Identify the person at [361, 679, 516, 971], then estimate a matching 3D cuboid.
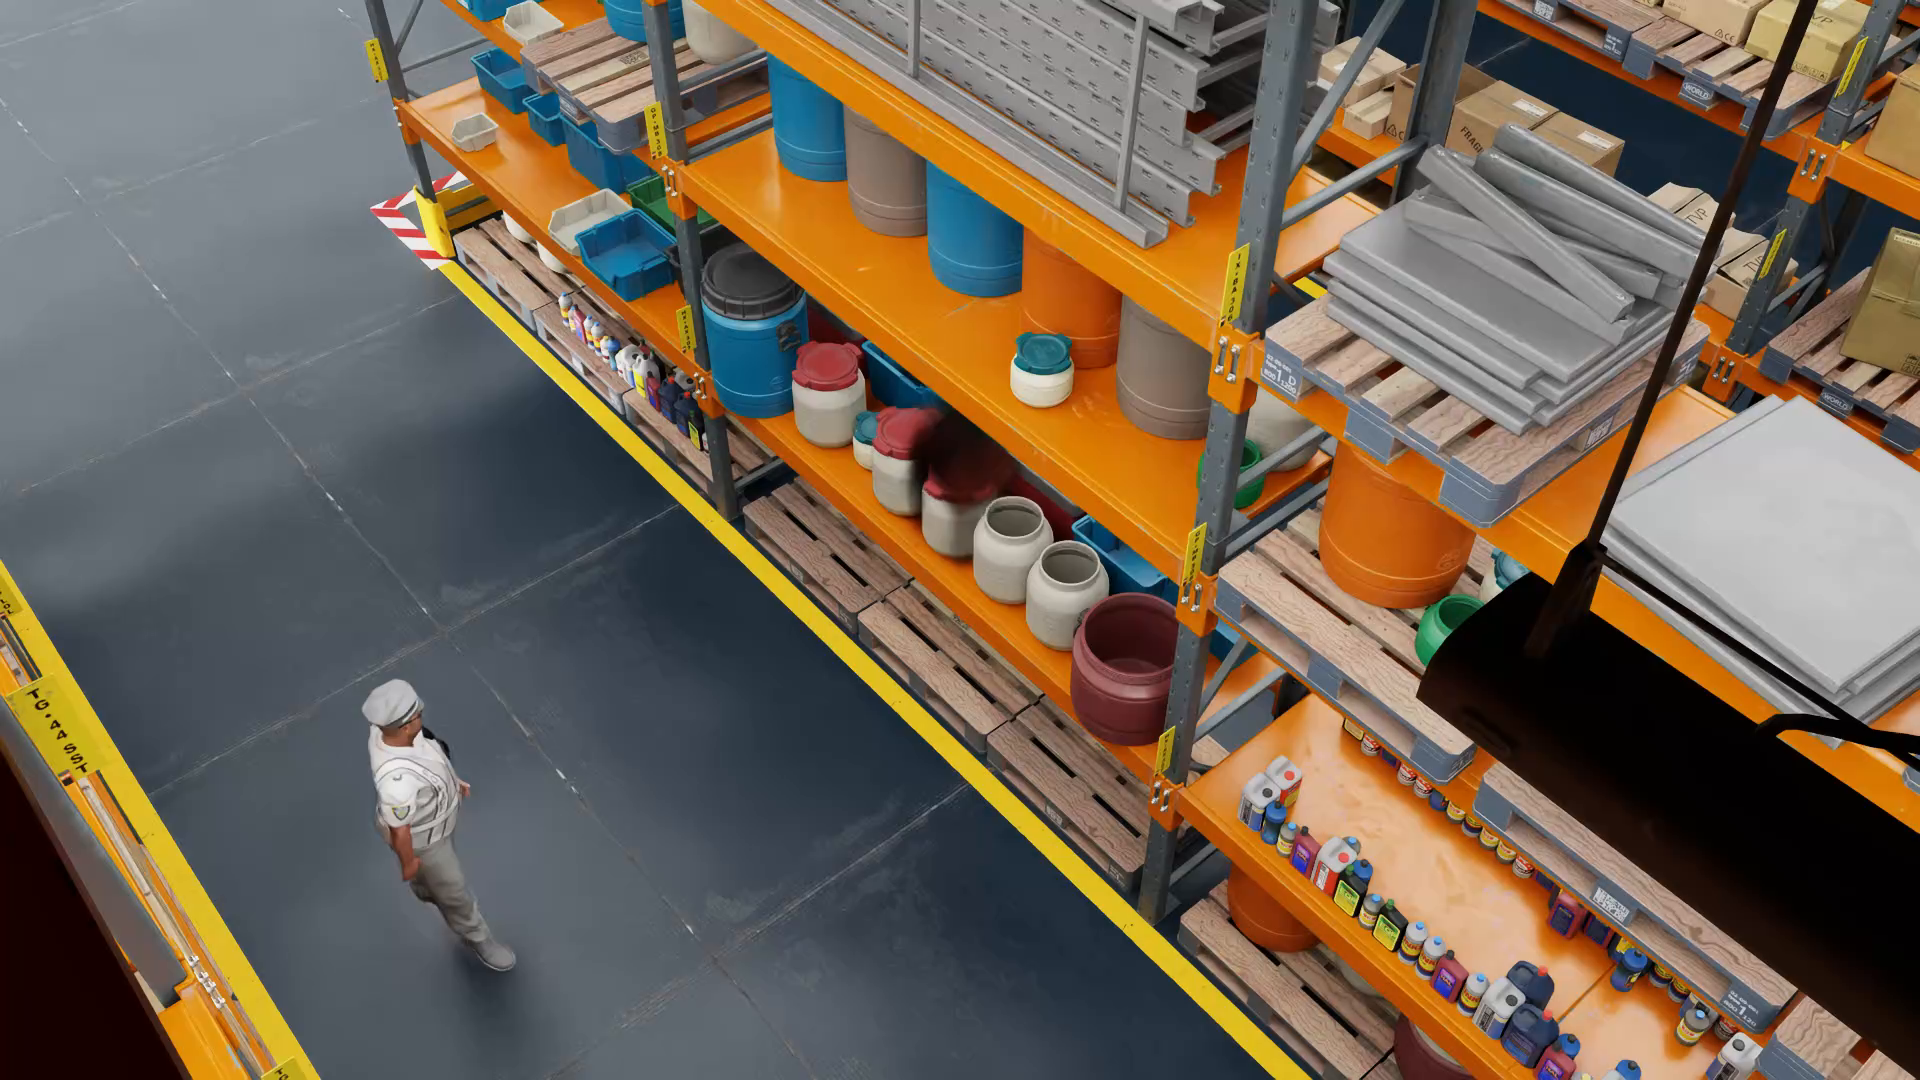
[{"bbox_3d":[-2.579,1.391,8.105,0.620,1.832,0.580,5,47,5],"label":"person"}]
